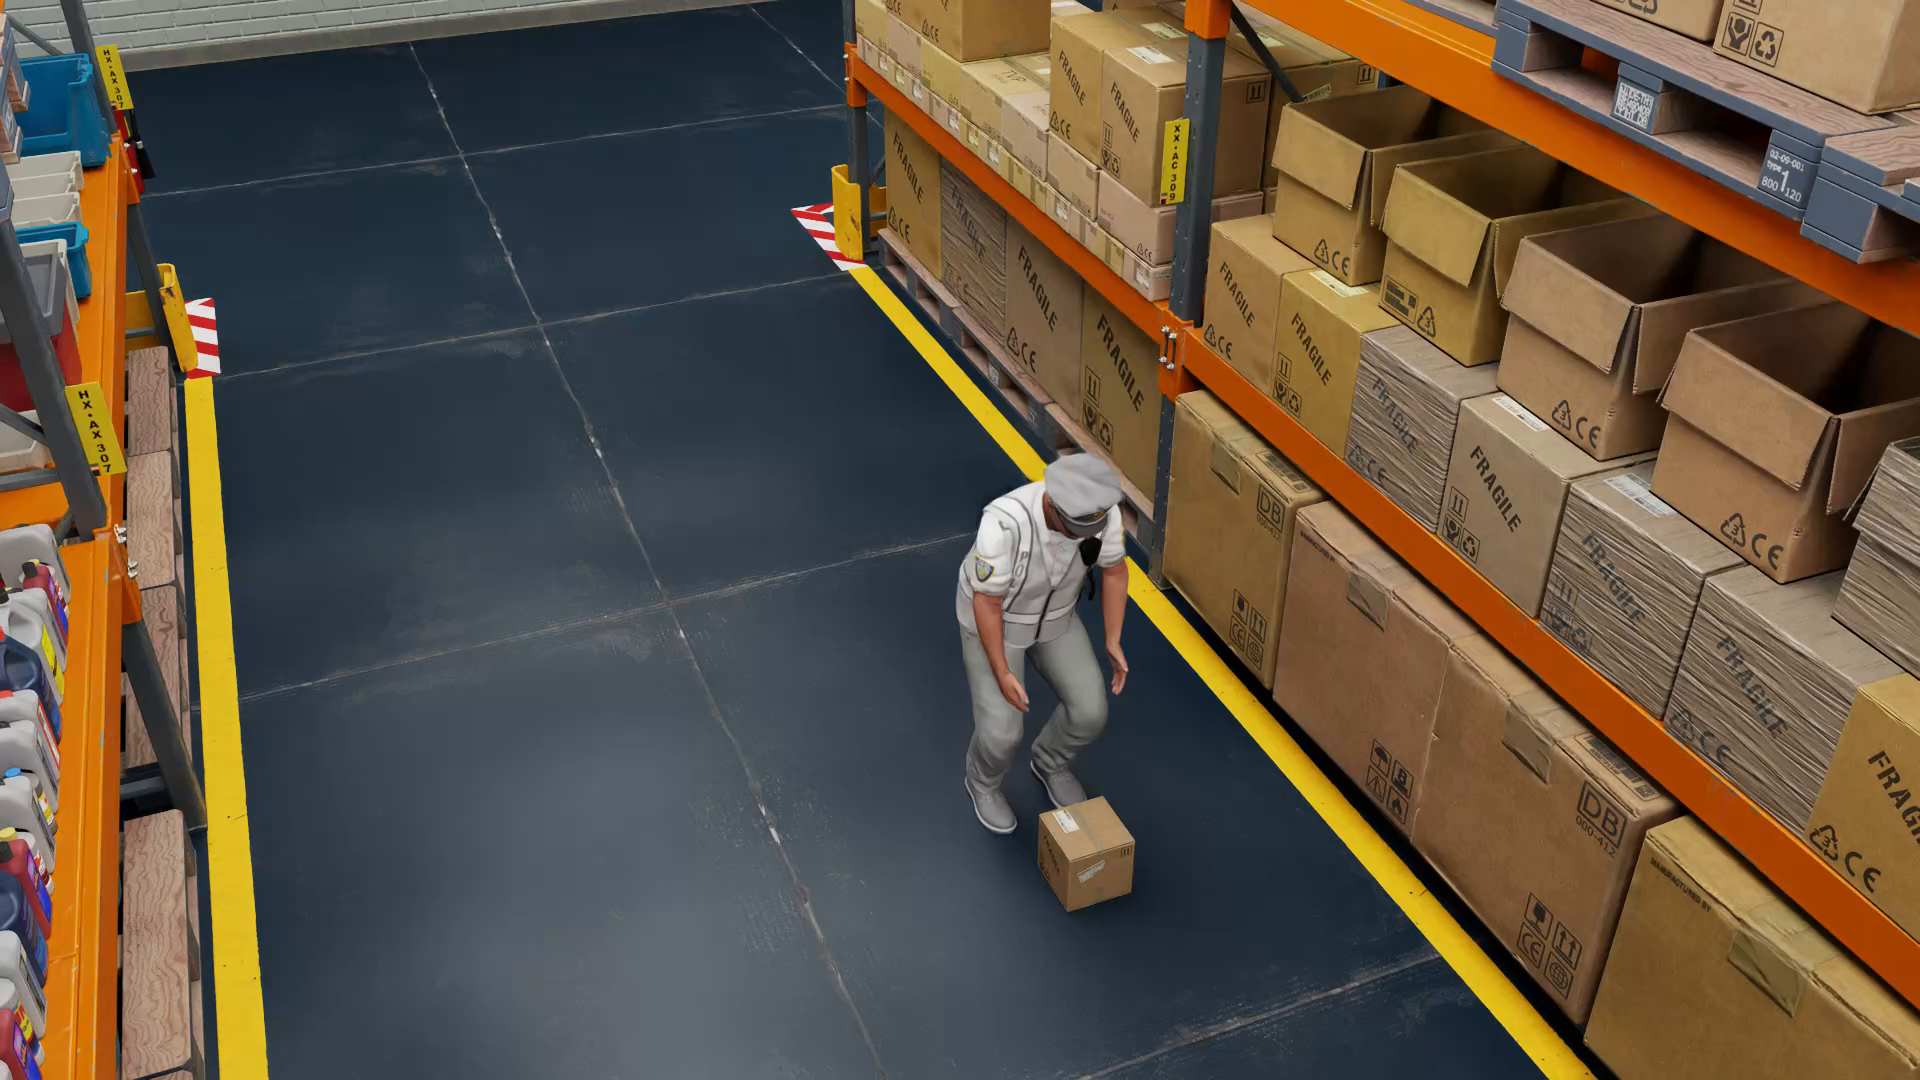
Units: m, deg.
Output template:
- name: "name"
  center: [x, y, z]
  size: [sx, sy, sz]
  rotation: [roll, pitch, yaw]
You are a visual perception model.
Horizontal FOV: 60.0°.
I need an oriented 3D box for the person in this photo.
- name: "person"
  center: [0.301, 0.365, 5.821]
  size: [0.588, 1.496, 0.752]
  rotation: [-13, 36, -19]
